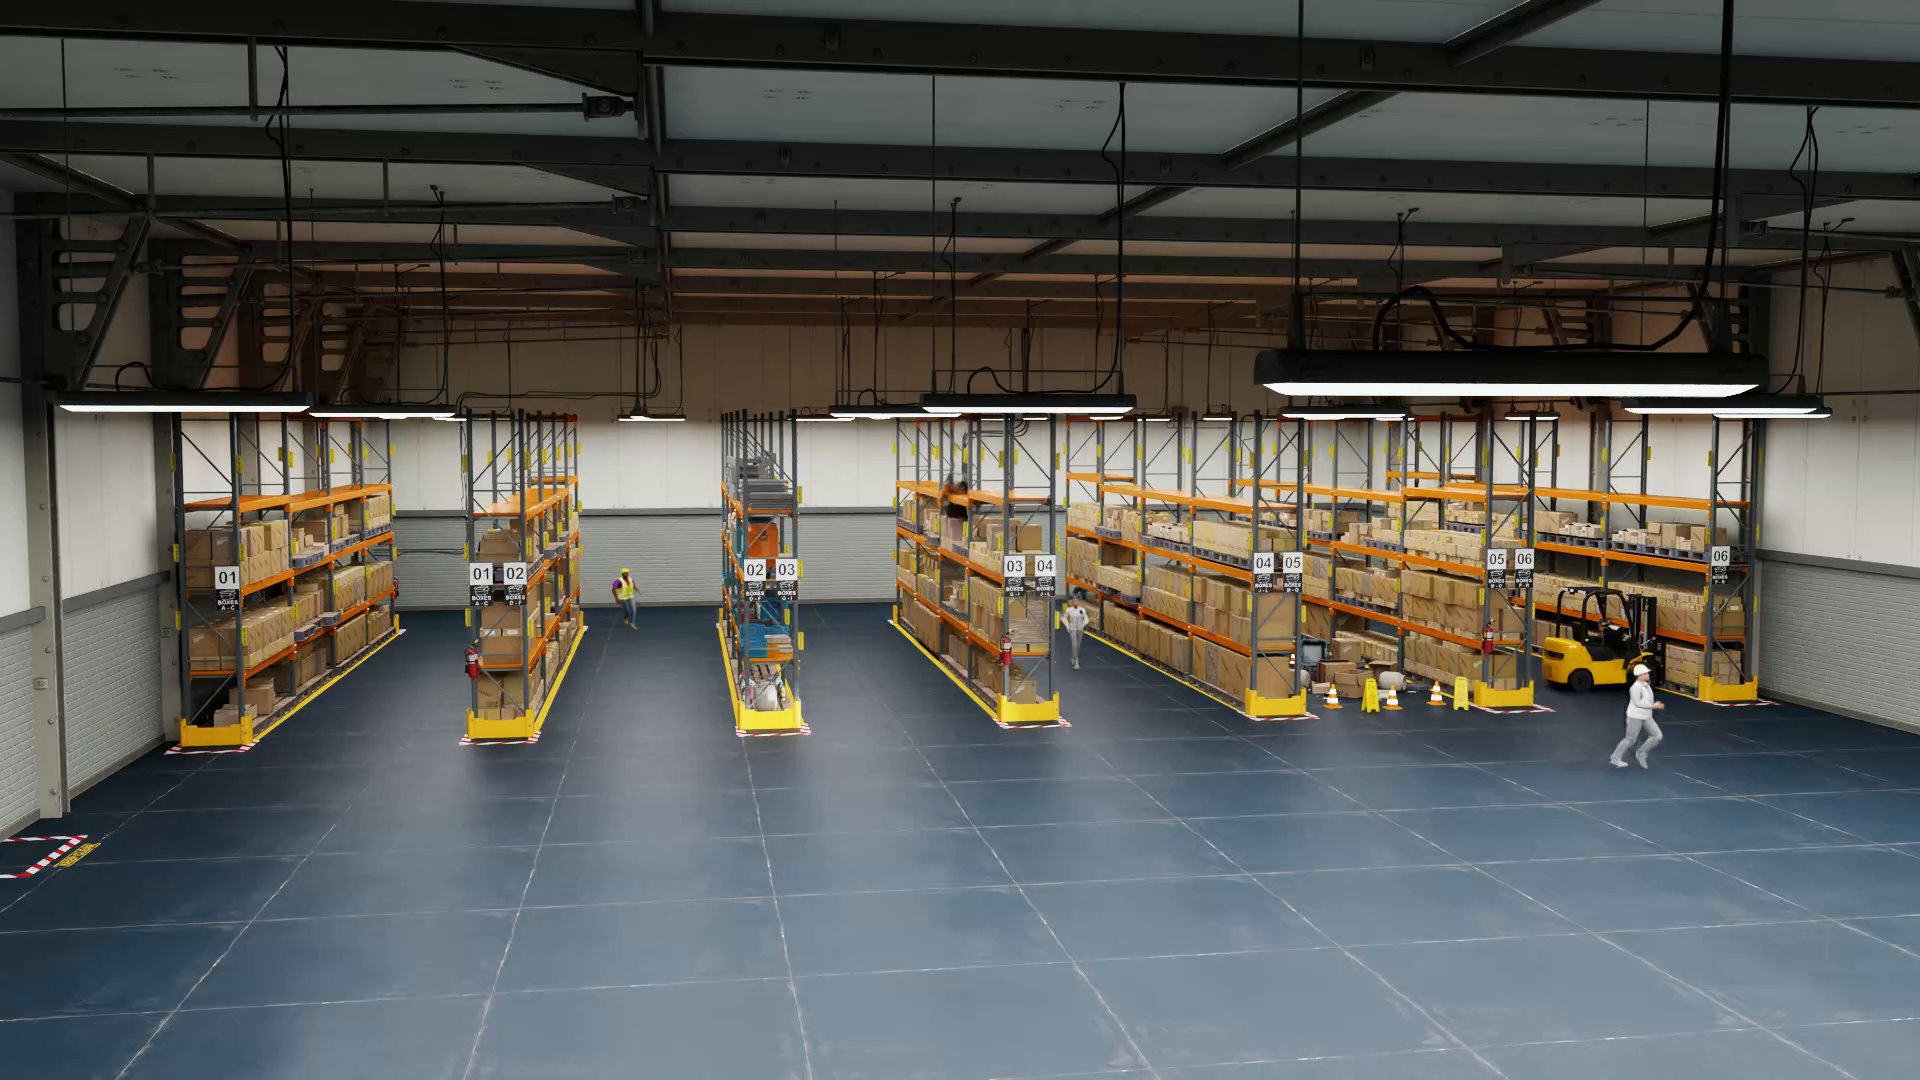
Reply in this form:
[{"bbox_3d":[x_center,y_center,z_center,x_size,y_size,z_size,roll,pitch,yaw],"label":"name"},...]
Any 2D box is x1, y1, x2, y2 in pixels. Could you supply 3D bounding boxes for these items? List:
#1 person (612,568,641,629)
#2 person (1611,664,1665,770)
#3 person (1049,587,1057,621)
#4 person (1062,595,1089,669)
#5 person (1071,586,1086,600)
[{"bbox_3d":[-9.375,1.642,46.510,0.805,1.734,0.622,-3,5,-40],"label":"person"},{"bbox_3d":[11.233,2.919,27.456,0.664,1.753,0.853,-4,6,-44],"label":"person"},{"bbox_3d":[2.368,1.727,45.358,0.587,1.688,0.847,-1,4,-11],"label":"person"},{"bbox_3d":[2.719,2.127,38.916,0.610,1.694,0.840,-1,4,-8],"label":"person"},{"bbox_3d":[3.624,1.430,50.067,0.640,1.597,0.517,-2,5,-29],"label":"person"}]
